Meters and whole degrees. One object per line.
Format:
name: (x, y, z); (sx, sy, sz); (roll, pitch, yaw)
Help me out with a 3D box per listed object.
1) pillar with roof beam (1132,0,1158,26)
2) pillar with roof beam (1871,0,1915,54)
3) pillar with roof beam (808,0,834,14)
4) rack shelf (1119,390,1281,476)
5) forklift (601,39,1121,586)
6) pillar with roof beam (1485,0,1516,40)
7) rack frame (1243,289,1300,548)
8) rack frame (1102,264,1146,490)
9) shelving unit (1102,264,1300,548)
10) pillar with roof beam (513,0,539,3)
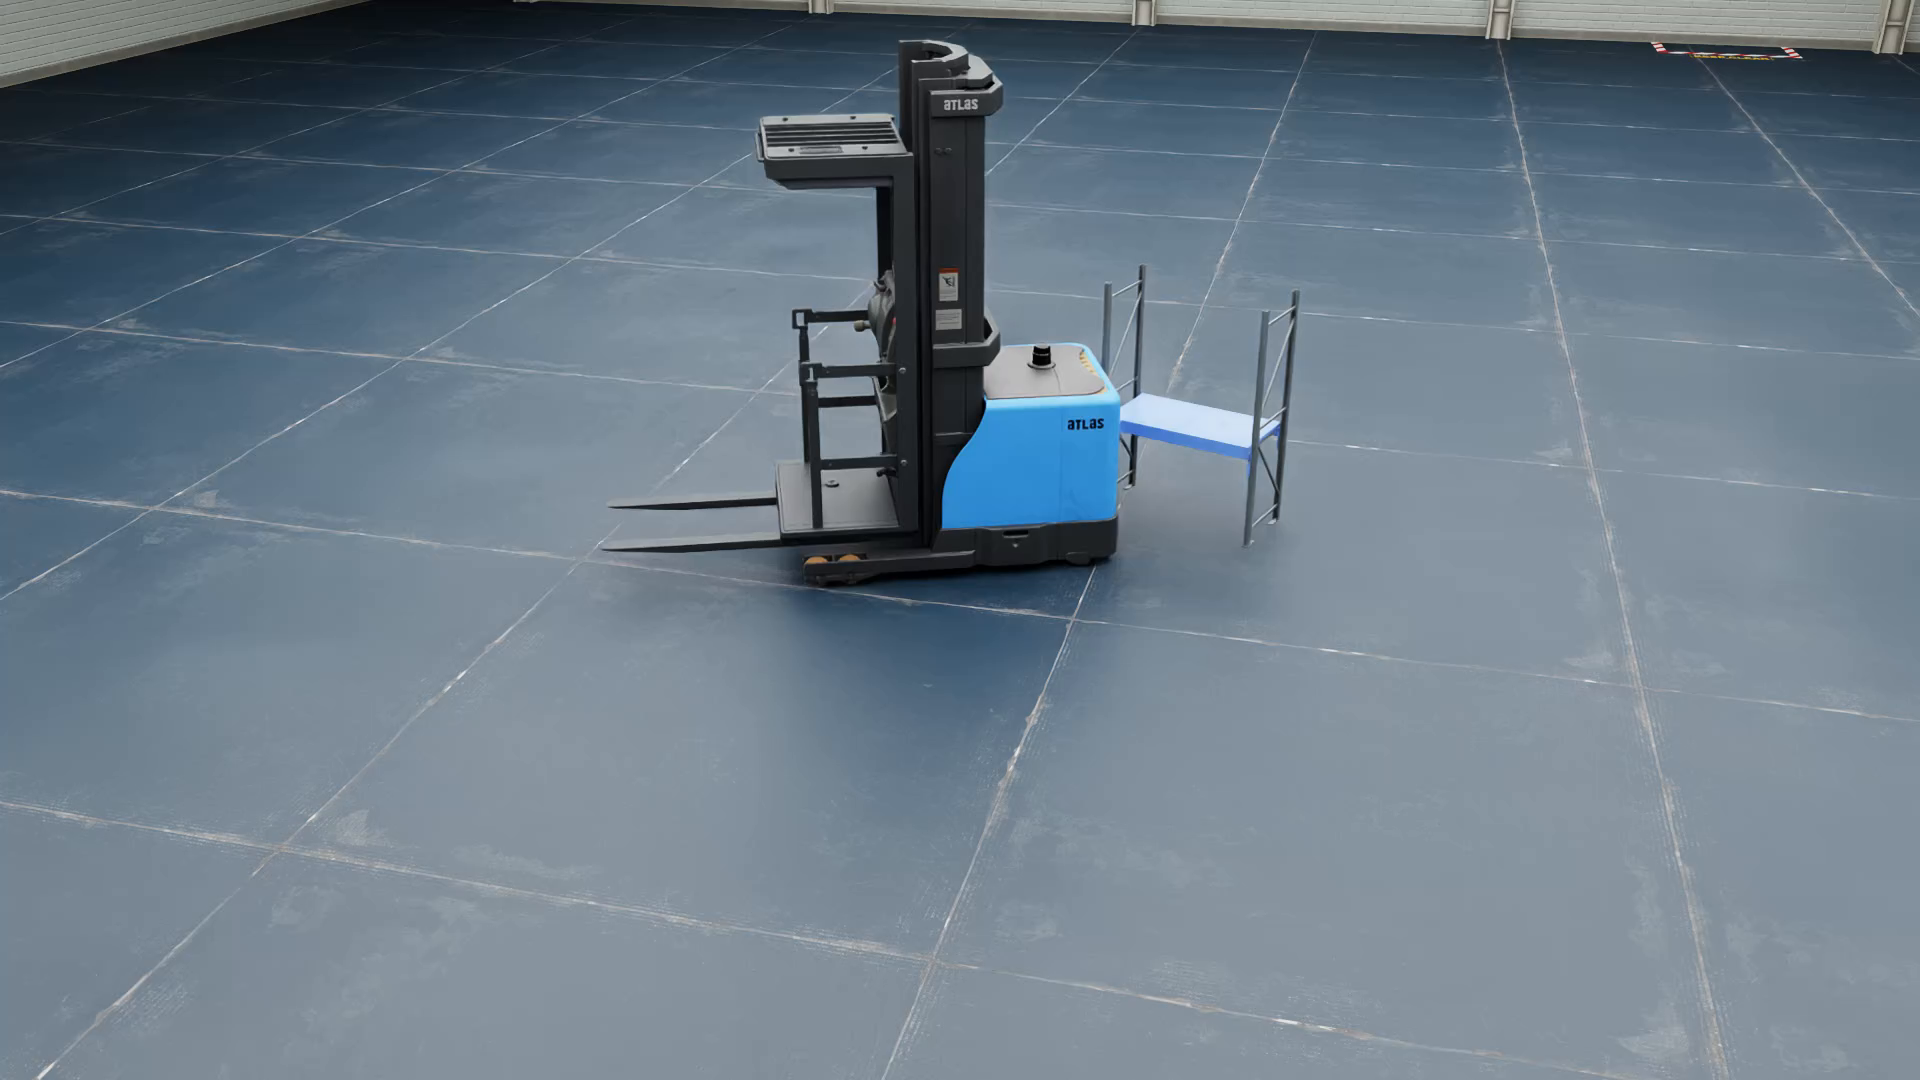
pillar with roof beam: (2.181, -11.383, 23.691); (0.400, 9.000, 9.100); (6, 26, 13)
pillar with roof beam: (13.803, -10.098, 20.993); (0.400, 9.000, 9.100); (6, 26, 13)
pillar with roof beam: (-3.630, -12.025, 25.040); (0.400, 9.000, 9.100); (6, 26, 13)
rack shelf: (1.446, -0.676, 10.344); (1.000, 0.185, 0.538); (15, 29, 29)
forklift: (-0.621, -1.298, 9.567); (3.031, 2.935, 1.130); (-3, 26, -7)
pillar with roof beam: (7.992, -10.741, 22.342); (0.400, 9.000, 9.100); (6, 26, 13)
rack frame: (1.875, -0.721, 10.020); (0.032, 1.500, 0.500); (15, 29, 29)
rack frame: (1.017, -0.956, 10.513); (0.032, 1.500, 0.500); (15, 29, 29)
shelving unit: (1.446, -0.838, 10.266); (1.048, 1.500, 0.538); (15, 29, 29)
pillar with roof beam: (-9.441, -12.668, 26.389); (0.400, 9.000, 9.100); (6, 26, 13)
